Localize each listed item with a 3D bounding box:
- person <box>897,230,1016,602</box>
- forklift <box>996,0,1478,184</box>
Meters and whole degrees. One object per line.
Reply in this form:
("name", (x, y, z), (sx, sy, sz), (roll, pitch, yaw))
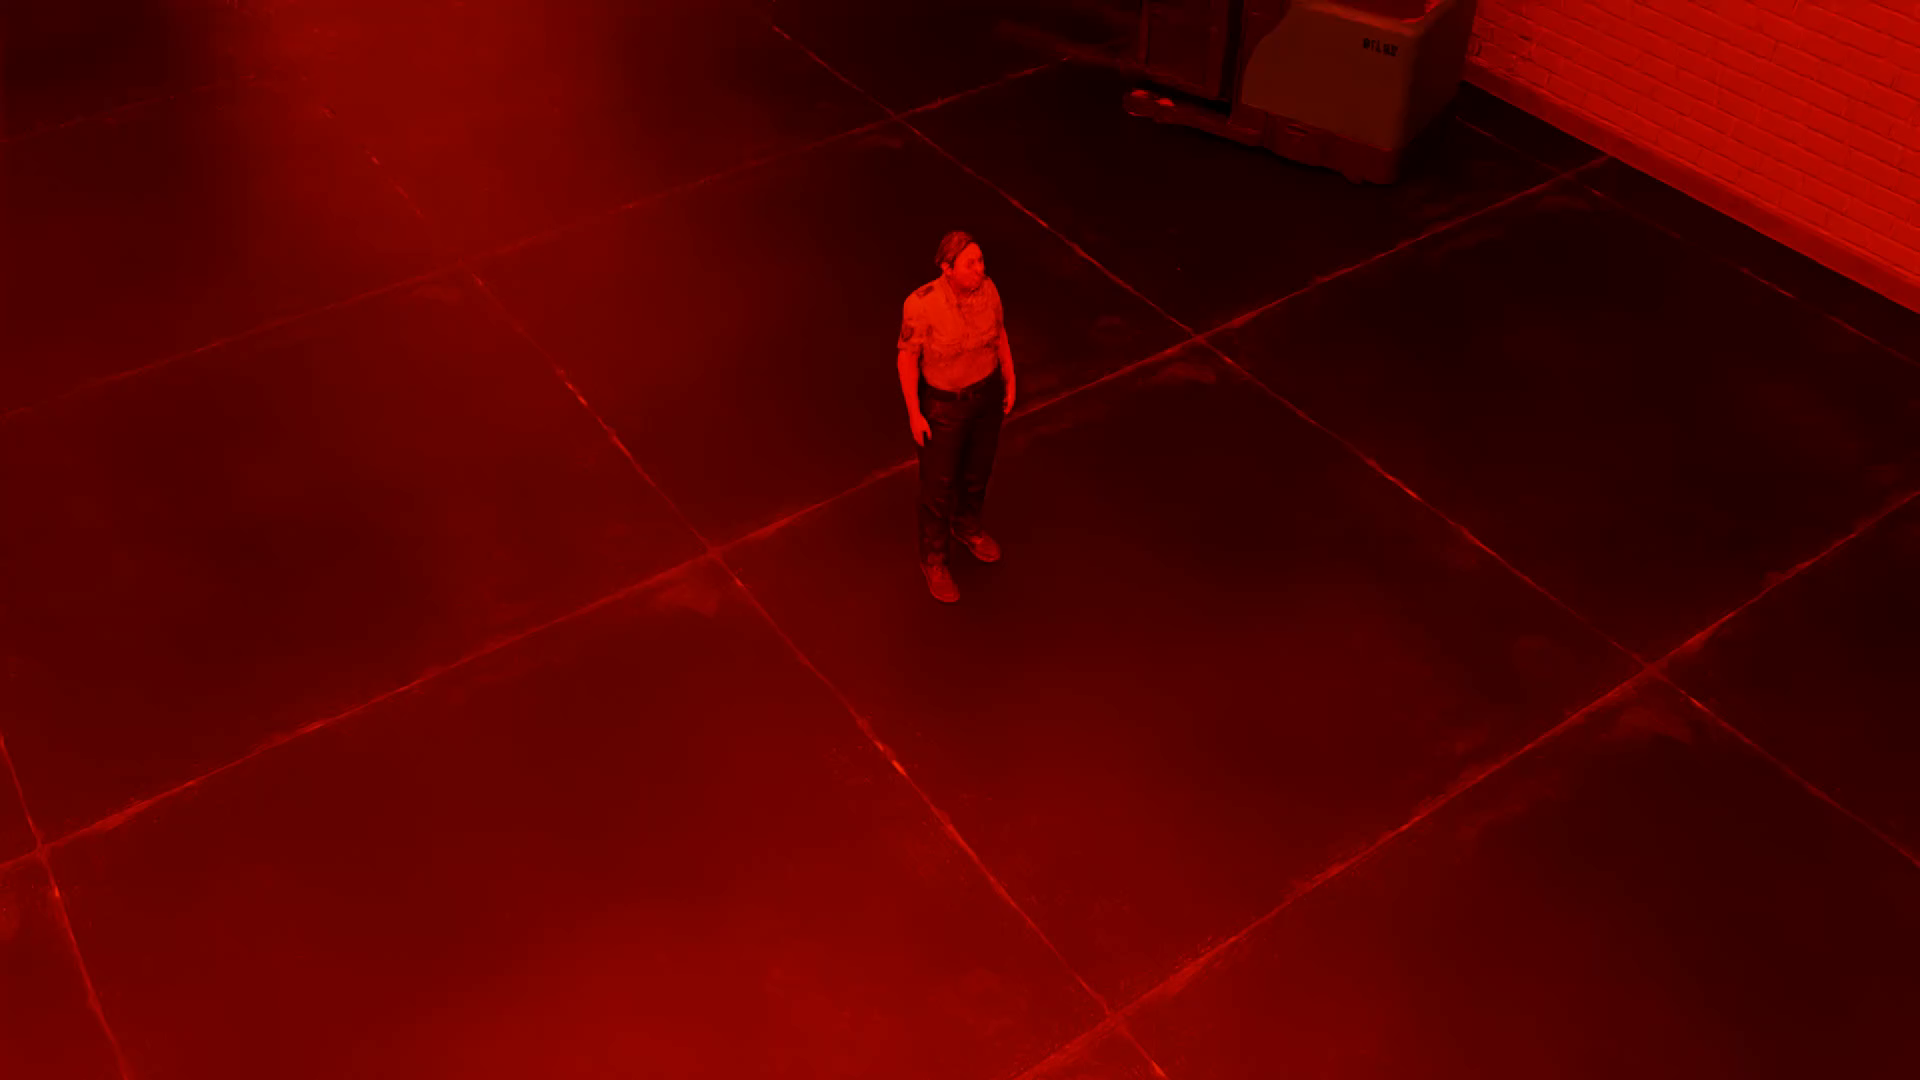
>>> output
("person", (0.033, -0.552, 7.251), (0.599, 1.650, 0.502), (-25, 48, -25))
("forklift", (1.674, -4.040, 10.099), (3.031, 2.935, 1.130), (25, 48, 25))
